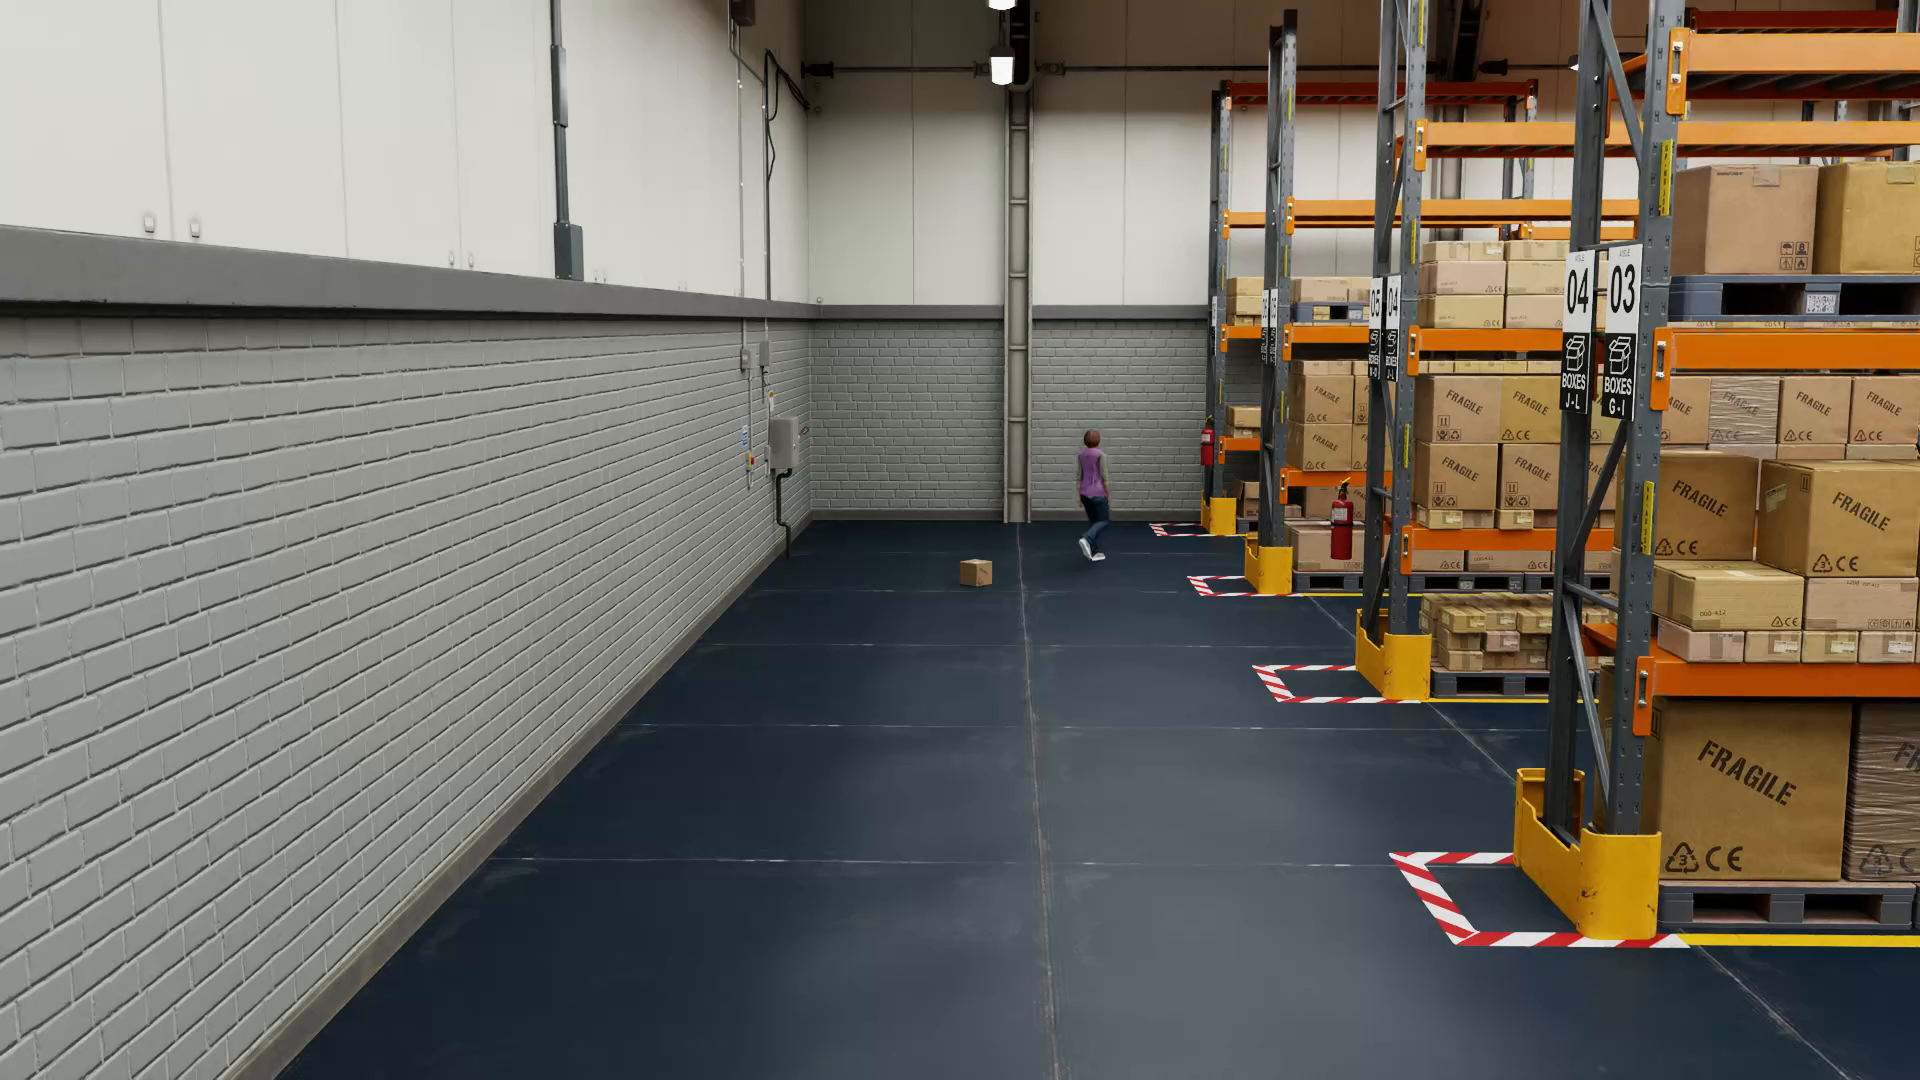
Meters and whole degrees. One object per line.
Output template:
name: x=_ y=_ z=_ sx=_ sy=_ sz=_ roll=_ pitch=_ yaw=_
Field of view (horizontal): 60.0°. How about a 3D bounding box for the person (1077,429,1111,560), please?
person: x=1.558 y=-0.520 z=19.647 sx=0.419 sy=1.579 sz=0.661 roll=6 pitch=10 yaw=39
